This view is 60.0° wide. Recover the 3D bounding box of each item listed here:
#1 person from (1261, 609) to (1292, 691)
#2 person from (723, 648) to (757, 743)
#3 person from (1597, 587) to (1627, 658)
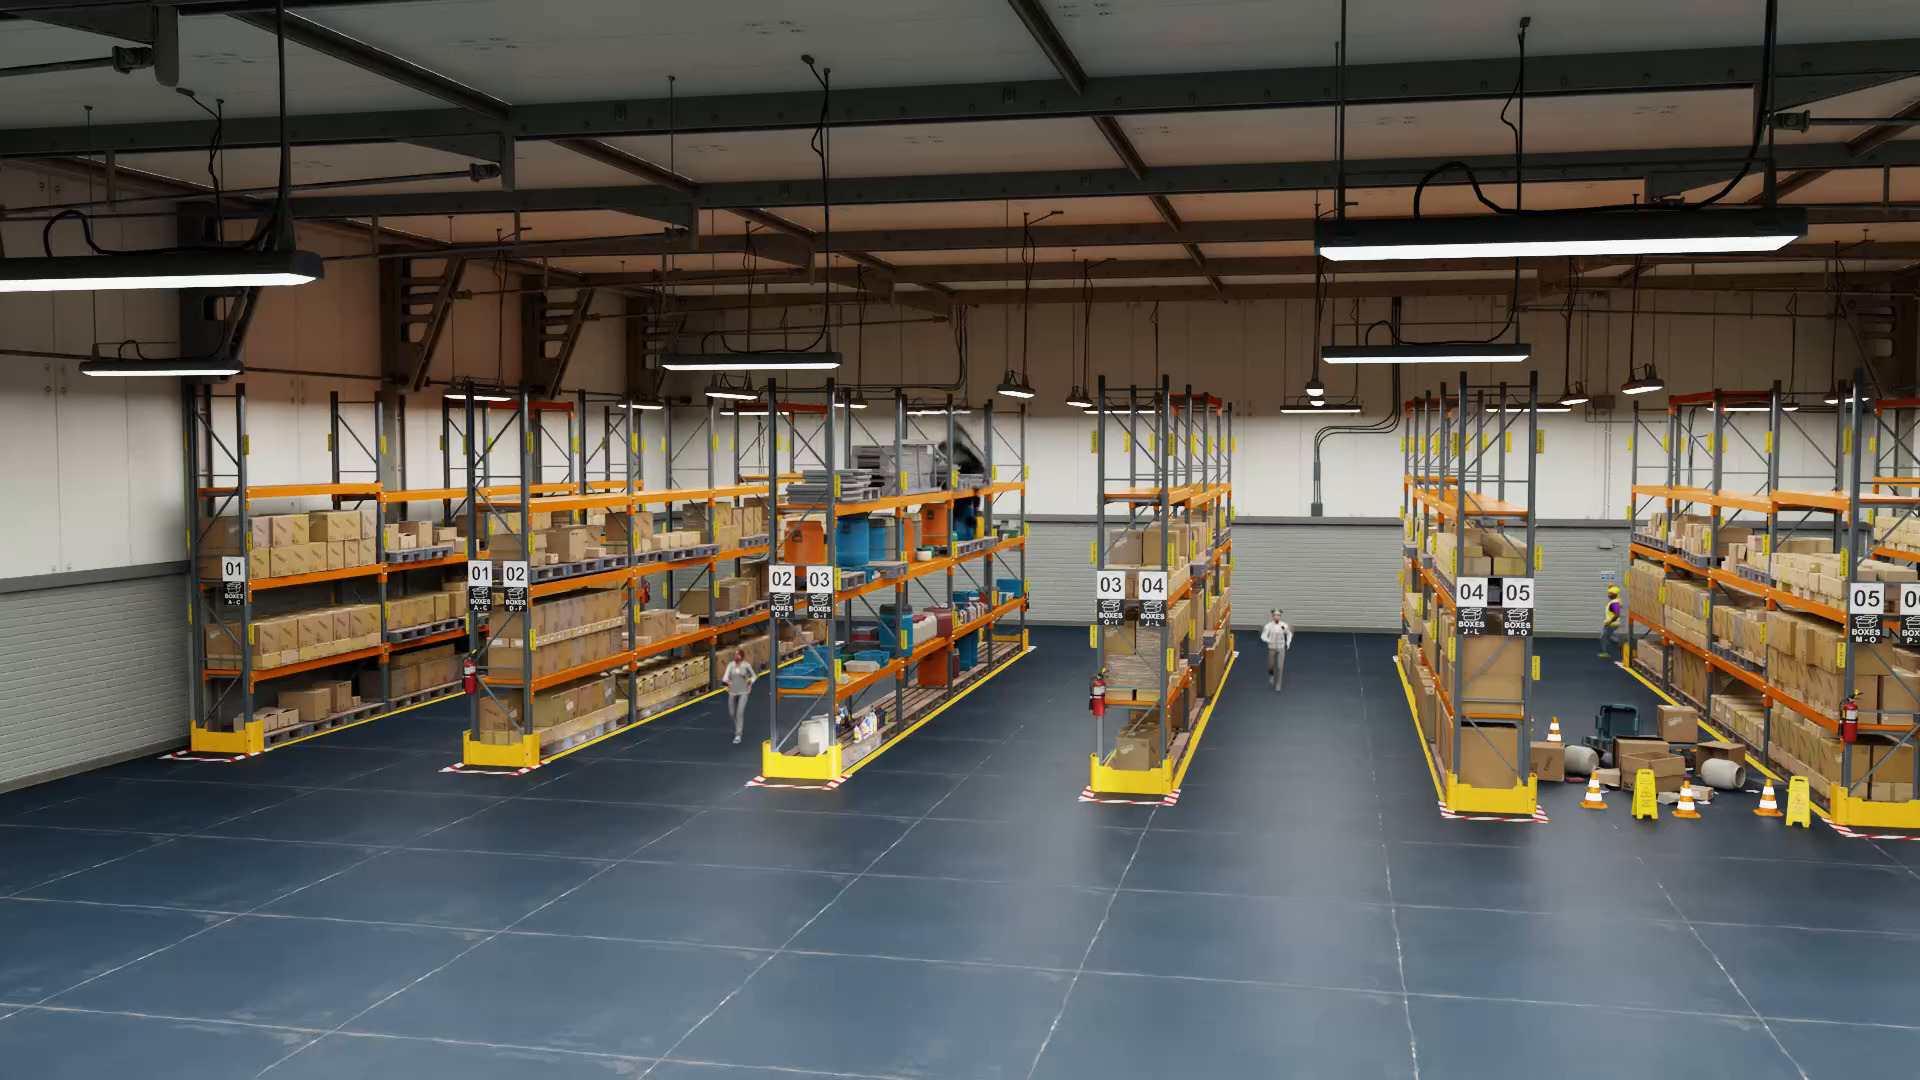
[{"bbox_3d":[6.477,2.223,33.985,0.628,1.662,0.800,1,3,9],"label":"person"},{"bbox_3d":[-3.731,2.652,28.121,0.549,1.477,0.781,0,3,5],"label":"person"},{"bbox_3d":[15.247,1.935,38.838,0.641,1.696,0.745,1,3,20],"label":"person"}]
